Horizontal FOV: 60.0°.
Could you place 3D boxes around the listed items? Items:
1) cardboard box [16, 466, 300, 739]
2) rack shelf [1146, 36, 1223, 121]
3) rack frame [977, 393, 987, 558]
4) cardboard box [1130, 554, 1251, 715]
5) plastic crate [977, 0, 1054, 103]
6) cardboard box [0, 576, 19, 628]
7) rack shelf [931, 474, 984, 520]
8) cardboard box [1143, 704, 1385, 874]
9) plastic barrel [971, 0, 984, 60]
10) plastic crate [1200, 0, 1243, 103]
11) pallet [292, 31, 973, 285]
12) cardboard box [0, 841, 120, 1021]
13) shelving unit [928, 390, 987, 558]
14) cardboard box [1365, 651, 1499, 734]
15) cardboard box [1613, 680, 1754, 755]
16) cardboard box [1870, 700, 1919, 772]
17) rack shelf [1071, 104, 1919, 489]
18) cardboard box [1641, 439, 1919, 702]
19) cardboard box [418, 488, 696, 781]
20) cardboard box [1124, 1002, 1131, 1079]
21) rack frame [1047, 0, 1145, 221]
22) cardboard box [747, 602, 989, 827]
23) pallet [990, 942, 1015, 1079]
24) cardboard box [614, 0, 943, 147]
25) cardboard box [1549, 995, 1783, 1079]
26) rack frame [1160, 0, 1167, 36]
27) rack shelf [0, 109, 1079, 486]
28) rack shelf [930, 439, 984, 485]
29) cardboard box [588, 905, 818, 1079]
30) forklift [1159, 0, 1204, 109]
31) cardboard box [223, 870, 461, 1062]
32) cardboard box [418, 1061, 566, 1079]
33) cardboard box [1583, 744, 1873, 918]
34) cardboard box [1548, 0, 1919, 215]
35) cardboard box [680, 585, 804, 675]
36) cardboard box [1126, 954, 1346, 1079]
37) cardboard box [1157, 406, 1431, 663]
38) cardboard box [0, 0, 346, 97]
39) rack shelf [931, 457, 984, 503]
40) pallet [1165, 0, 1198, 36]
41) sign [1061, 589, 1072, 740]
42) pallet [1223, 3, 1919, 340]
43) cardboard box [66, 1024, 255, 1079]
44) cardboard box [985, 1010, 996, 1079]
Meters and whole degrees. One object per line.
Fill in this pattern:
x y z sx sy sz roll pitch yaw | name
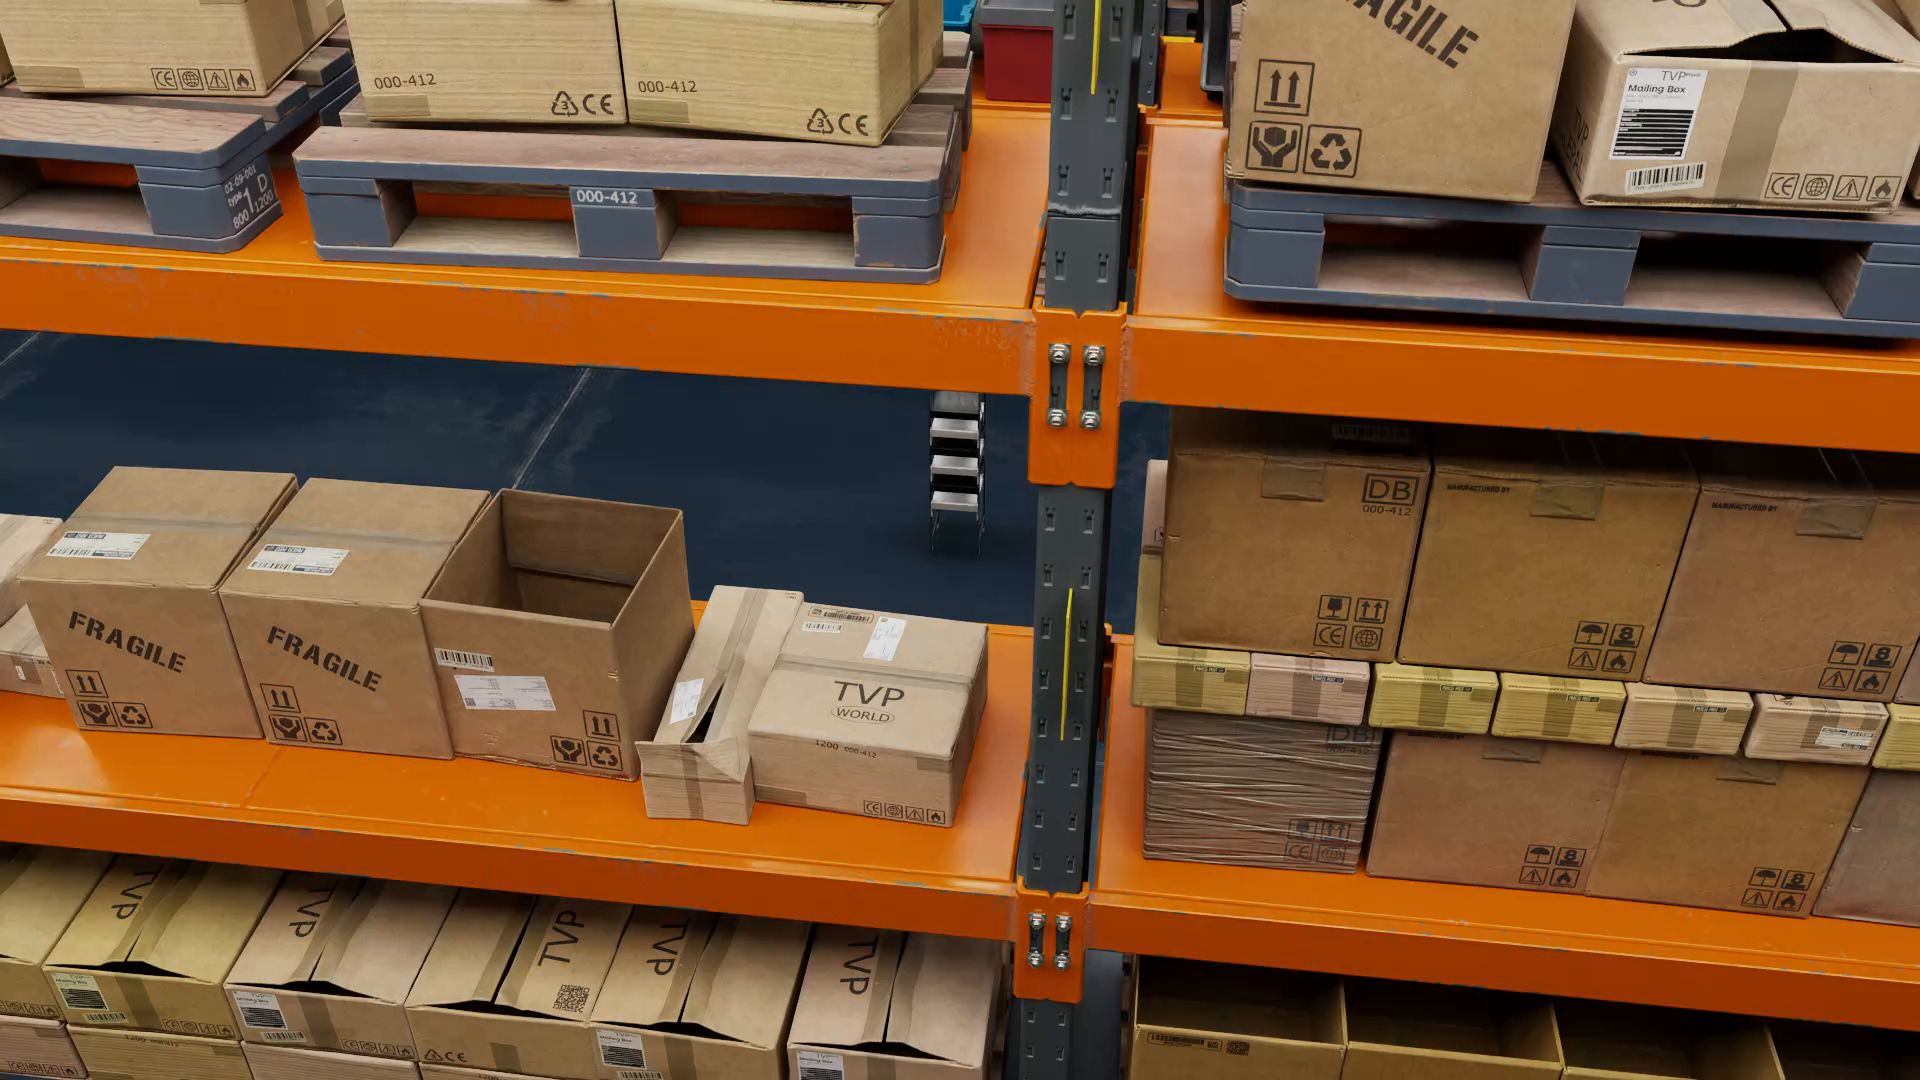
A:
-2.025 0.159 4.360 0.500 0.500 0.500 2 36 3 | cardboard box
2.894 -2.033 8.135 4.000 0.370 1.077 4 36 6 | rack shelf
0.093 -0.359 6.979 0.006 0.900 0.240 4 36 6 | rack frame
0.518 0.207 3.733 0.250 0.149 0.380 4 36 6 | cardboard box
0.391 -2.359 7.918 0.583 0.464 0.402 4 36 6 | plastic crate
-2.829 0.299 4.326 0.500 0.311 0.500 4 36 5 | cardboard box
-0.008 -0.193 7.113 0.200 0.077 0.258 4 36 6 | rack shelf
0.717 0.369 4.065 0.500 0.500 0.700 3 36 5 | cardboard box
-0.010 -2.726 8.370 0.433 0.535 0.433 0 36 0 | plastic barrel
1.414 -2.336 7.994 0.504 0.338 0.767 4 36 6 | plastic crate
-0.600 -0.820 3.400 1.217 0.209 0.805 3 36 4 | pallet
-2.687 1.046 4.724 0.500 0.311 0.500 3 36 5 | cardboard box
-0.008 -0.367 6.989 0.210 0.900 0.258 4 36 6 | shelving unit
1.023 0.244 3.682 0.250 0.149 0.380 3 36 5 | cardboard box
1.531 0.282 3.628 0.250 0.149 0.380 3 36 4 | cardboard box
2.055 0.320 3.575 0.250 0.149 0.380 4 36 6 | cardboard box
2.260 -0.400 3.265 4.000 0.370 1.077 4 36 6 | rack shelf
1.715 -0.085 3.584 0.500 0.500 0.700 4 36 6 | cardboard box
-1.006 0.235 4.253 0.500 0.500 0.500 7 36 9 | cardboard box
0.697 1.538 4.519 0.500 0.250 0.500 4 36 6 | cardboard box
0.276 -2.061 2.392 0.127 3.000 1.000 4 36 6 | rack frame
-0.218 0.430 4.194 0.500 0.250 0.500 6 36 9 | cardboard box
-0.460 1.483 4.990 1.213 0.211 1.003 4 36 6 | pallet
-0.334 -1.001 3.257 0.500 0.250 0.500 8 36 11 | cardboard box
1.688 1.312 4.189 0.500 0.500 0.500 4 36 6 | cardboard box
1.541 -5.327 12.132 0.127 3.000 1.000 4 36 6 | rack frame
-1.708 -0.696 3.680 4.000 0.370 1.077 4 36 6 | rack shelf
-0.008 -0.340 7.009 0.200 0.077 0.258 4 36 6 | rack shelf
-0.679 1.201 4.508 0.500 0.311 0.500 5 36 7 | cardboard box
1.852 -3.909 10.204 3.031 2.935 1.130 8 36 11 | forklift
-1.672 1.123 4.617 0.500 0.311 0.500 4 36 5 | cardboard box
-1.181 1.389 4.727 0.500 0.250 0.500 5 36 7 | cardboard box
1.738 0.444 3.960 0.500 0.500 0.700 5 36 7 | cardboard box
1.278 -0.803 2.806 0.500 0.311 0.500 2 36 3 | cardboard box
-0.577 0.299 4.465 0.250 0.149 0.380 4 36 6 | cardboard box
0.696 1.238 4.293 0.500 0.500 0.500 4 36 6 | cardboard box
0.717 -0.159 3.688 0.500 0.500 0.700 4 36 6 | cardboard box
-1.613 -1.127 3.433 0.500 0.250 0.500 1 36 2 | cardboard box
-0.008 -0.267 7.061 0.200 0.077 0.258 4 36 6 | rack shelf
2.212 -4.163 12.901 1.213 0.211 1.003 4 36 6 | pallet
0.217 0.255 3.382 0.005 0.325 0.100 4 36 6 | sign
1.125 -0.756 3.222 1.213 0.211 1.003 4 36 6 | pallet
-2.194 1.312 4.834 0.500 0.250 0.500 3 36 5 | cardboard box
-0.172 1.465 4.621 0.500 0.250 0.500 4 36 6 | cardboard box
